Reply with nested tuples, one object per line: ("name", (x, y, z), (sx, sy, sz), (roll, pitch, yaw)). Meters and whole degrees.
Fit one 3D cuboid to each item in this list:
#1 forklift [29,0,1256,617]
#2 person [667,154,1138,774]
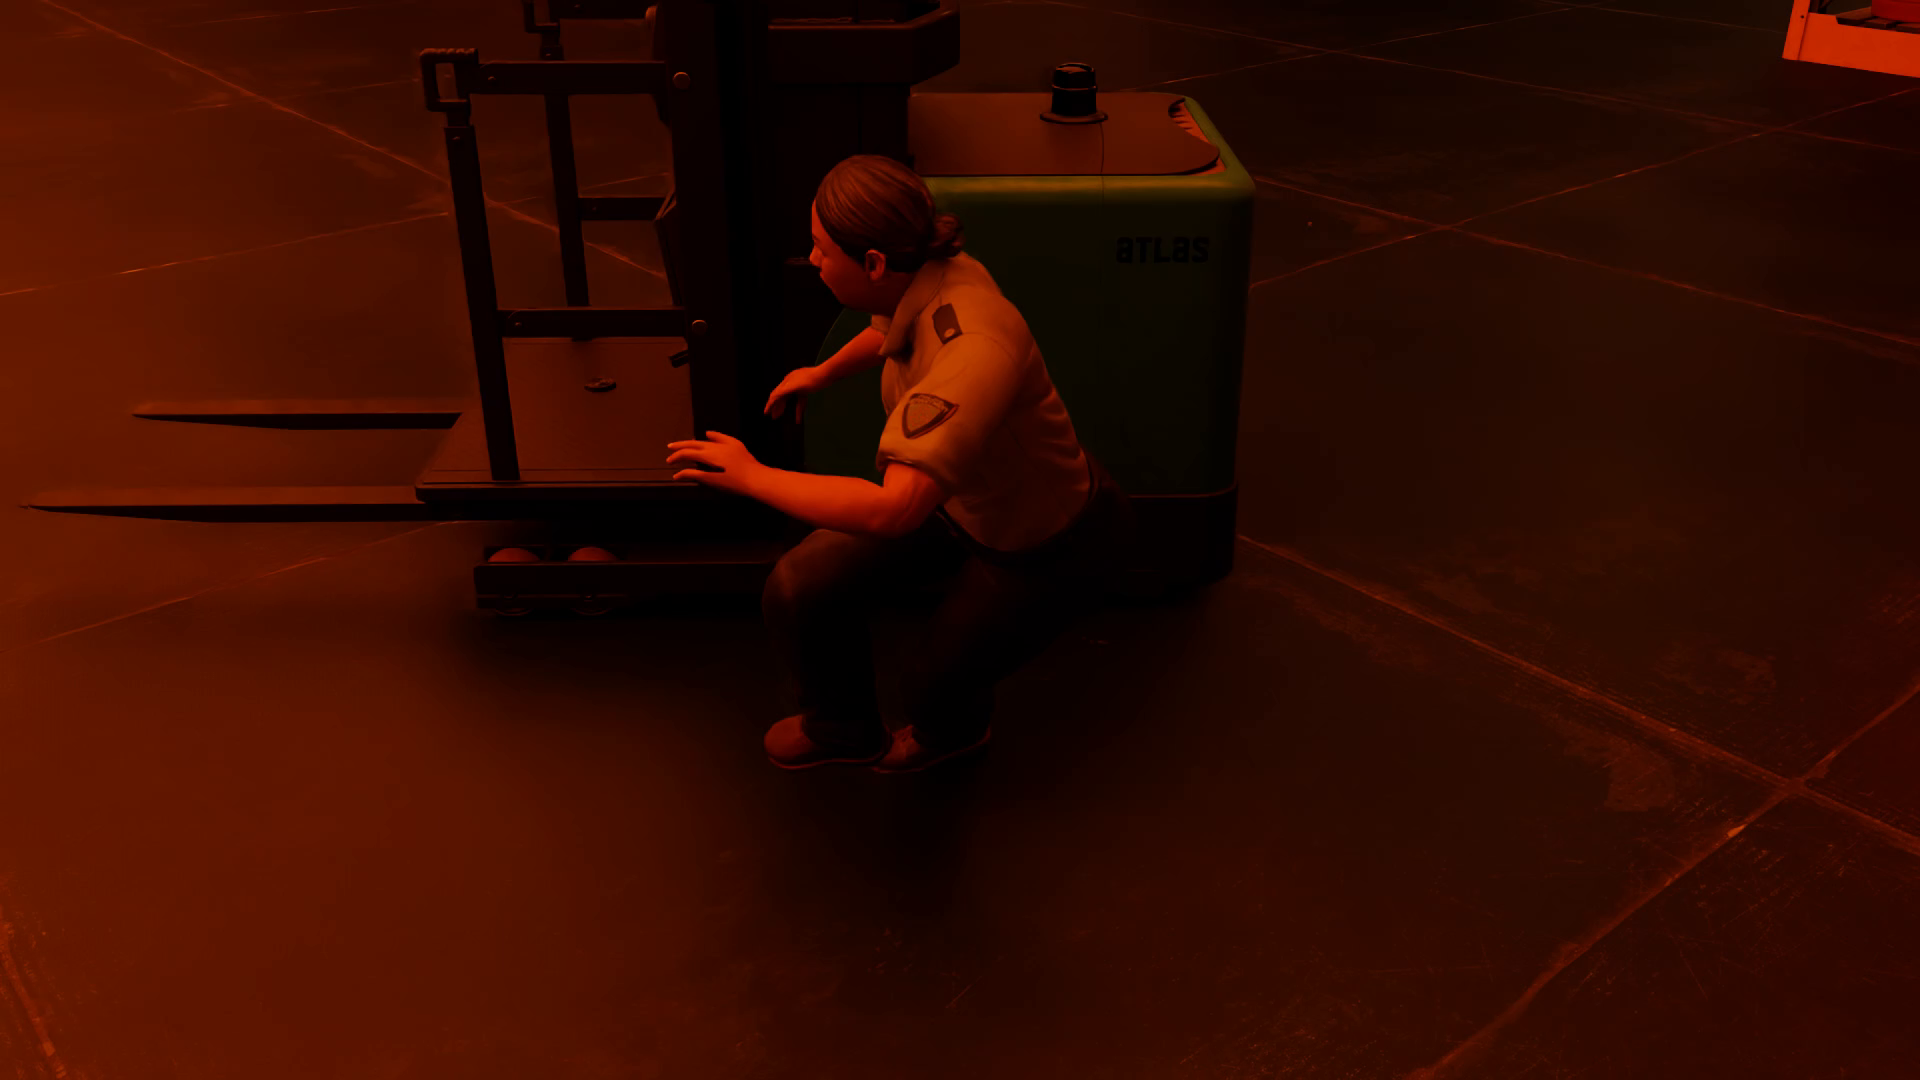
("forklift", (-0.834, -1.361, 3.947), (3.031, 2.935, 1.130), (0, 26, -1))
("person", (-0.135, -0.006, 2.950), (0.853, 1.426, 0.913), (-14, 30, -26))
